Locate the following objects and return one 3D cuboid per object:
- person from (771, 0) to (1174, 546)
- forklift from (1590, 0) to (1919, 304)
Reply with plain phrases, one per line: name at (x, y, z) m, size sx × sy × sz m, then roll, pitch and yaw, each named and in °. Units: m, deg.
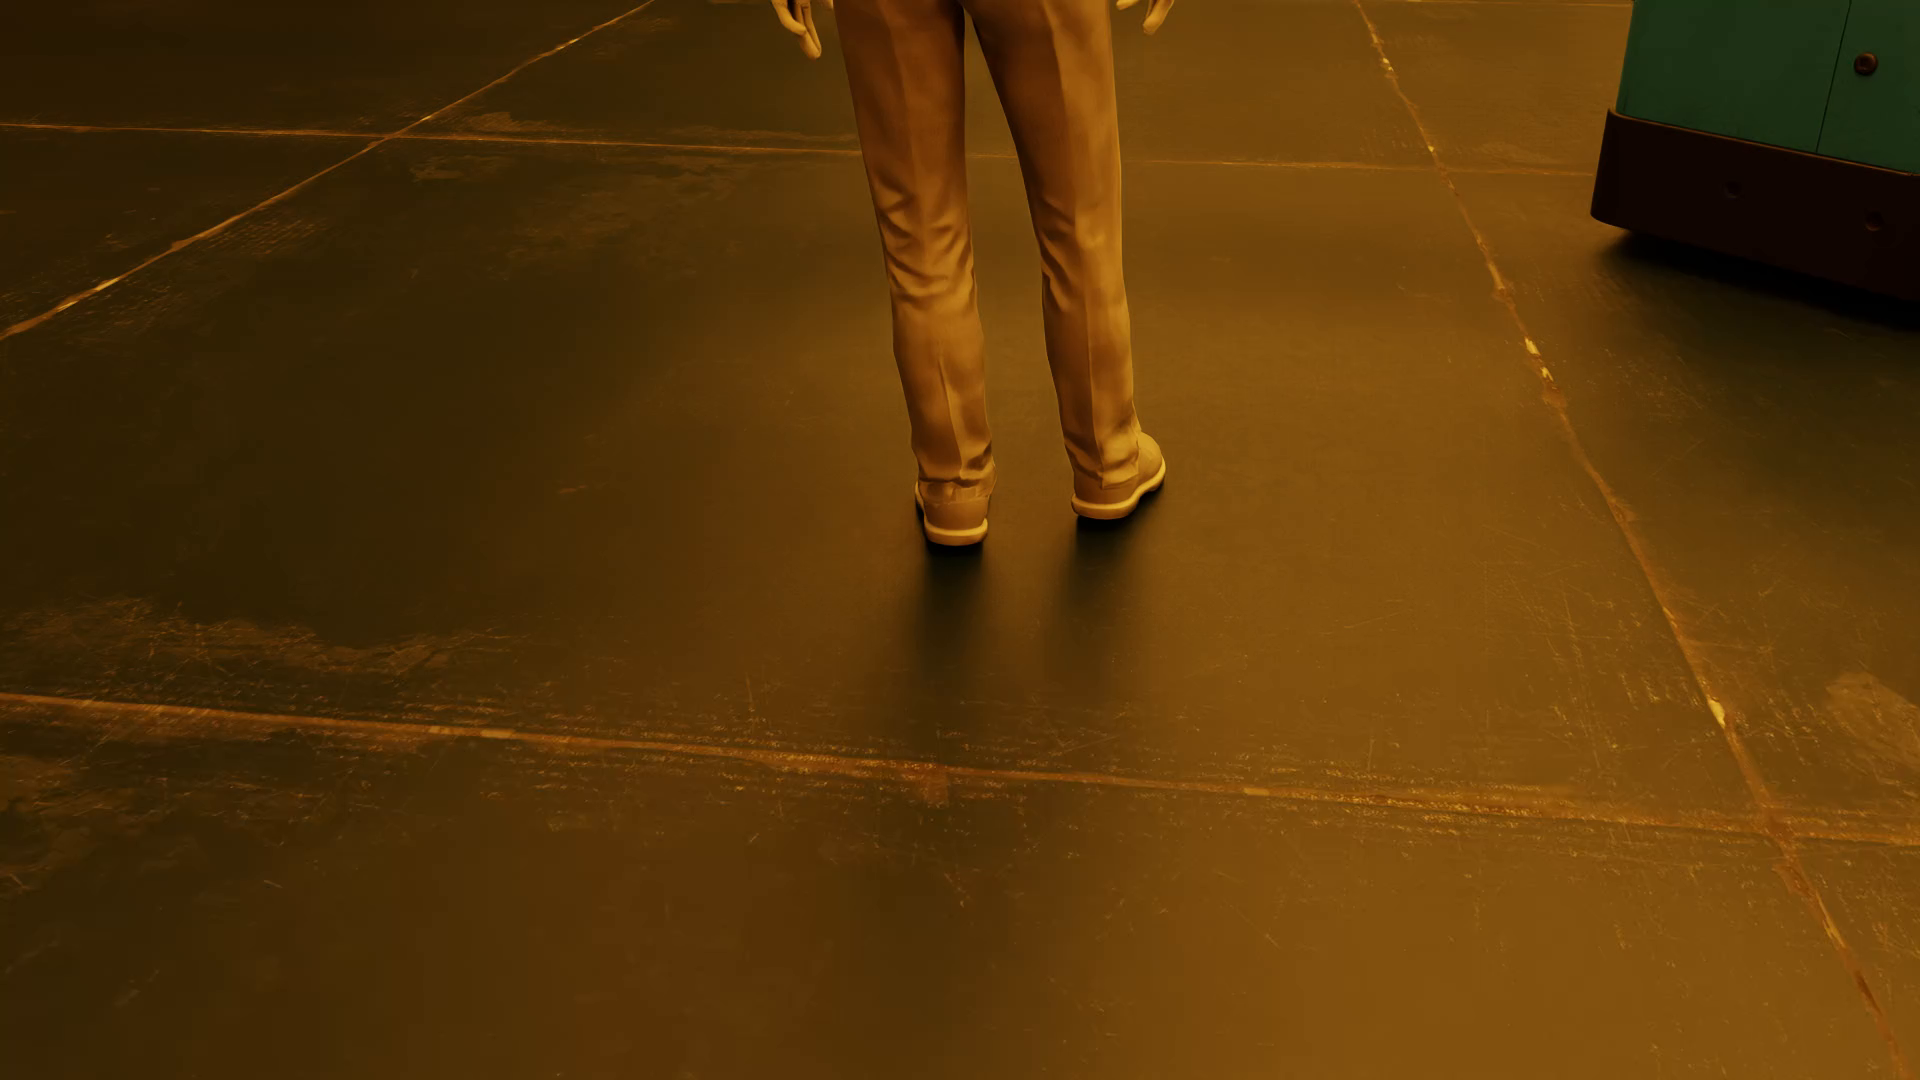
person at (0.016, -0.793, 2.179) m, size 0.586 × 1.691 × 0.531 m, roll 3°, pitch 27°, yaw 7°
forklift at (2.945, -2.210, 3.646) m, size 3.031 × 2.935 × 1.130 m, roll -18°, pitch 32°, yaw -32°
